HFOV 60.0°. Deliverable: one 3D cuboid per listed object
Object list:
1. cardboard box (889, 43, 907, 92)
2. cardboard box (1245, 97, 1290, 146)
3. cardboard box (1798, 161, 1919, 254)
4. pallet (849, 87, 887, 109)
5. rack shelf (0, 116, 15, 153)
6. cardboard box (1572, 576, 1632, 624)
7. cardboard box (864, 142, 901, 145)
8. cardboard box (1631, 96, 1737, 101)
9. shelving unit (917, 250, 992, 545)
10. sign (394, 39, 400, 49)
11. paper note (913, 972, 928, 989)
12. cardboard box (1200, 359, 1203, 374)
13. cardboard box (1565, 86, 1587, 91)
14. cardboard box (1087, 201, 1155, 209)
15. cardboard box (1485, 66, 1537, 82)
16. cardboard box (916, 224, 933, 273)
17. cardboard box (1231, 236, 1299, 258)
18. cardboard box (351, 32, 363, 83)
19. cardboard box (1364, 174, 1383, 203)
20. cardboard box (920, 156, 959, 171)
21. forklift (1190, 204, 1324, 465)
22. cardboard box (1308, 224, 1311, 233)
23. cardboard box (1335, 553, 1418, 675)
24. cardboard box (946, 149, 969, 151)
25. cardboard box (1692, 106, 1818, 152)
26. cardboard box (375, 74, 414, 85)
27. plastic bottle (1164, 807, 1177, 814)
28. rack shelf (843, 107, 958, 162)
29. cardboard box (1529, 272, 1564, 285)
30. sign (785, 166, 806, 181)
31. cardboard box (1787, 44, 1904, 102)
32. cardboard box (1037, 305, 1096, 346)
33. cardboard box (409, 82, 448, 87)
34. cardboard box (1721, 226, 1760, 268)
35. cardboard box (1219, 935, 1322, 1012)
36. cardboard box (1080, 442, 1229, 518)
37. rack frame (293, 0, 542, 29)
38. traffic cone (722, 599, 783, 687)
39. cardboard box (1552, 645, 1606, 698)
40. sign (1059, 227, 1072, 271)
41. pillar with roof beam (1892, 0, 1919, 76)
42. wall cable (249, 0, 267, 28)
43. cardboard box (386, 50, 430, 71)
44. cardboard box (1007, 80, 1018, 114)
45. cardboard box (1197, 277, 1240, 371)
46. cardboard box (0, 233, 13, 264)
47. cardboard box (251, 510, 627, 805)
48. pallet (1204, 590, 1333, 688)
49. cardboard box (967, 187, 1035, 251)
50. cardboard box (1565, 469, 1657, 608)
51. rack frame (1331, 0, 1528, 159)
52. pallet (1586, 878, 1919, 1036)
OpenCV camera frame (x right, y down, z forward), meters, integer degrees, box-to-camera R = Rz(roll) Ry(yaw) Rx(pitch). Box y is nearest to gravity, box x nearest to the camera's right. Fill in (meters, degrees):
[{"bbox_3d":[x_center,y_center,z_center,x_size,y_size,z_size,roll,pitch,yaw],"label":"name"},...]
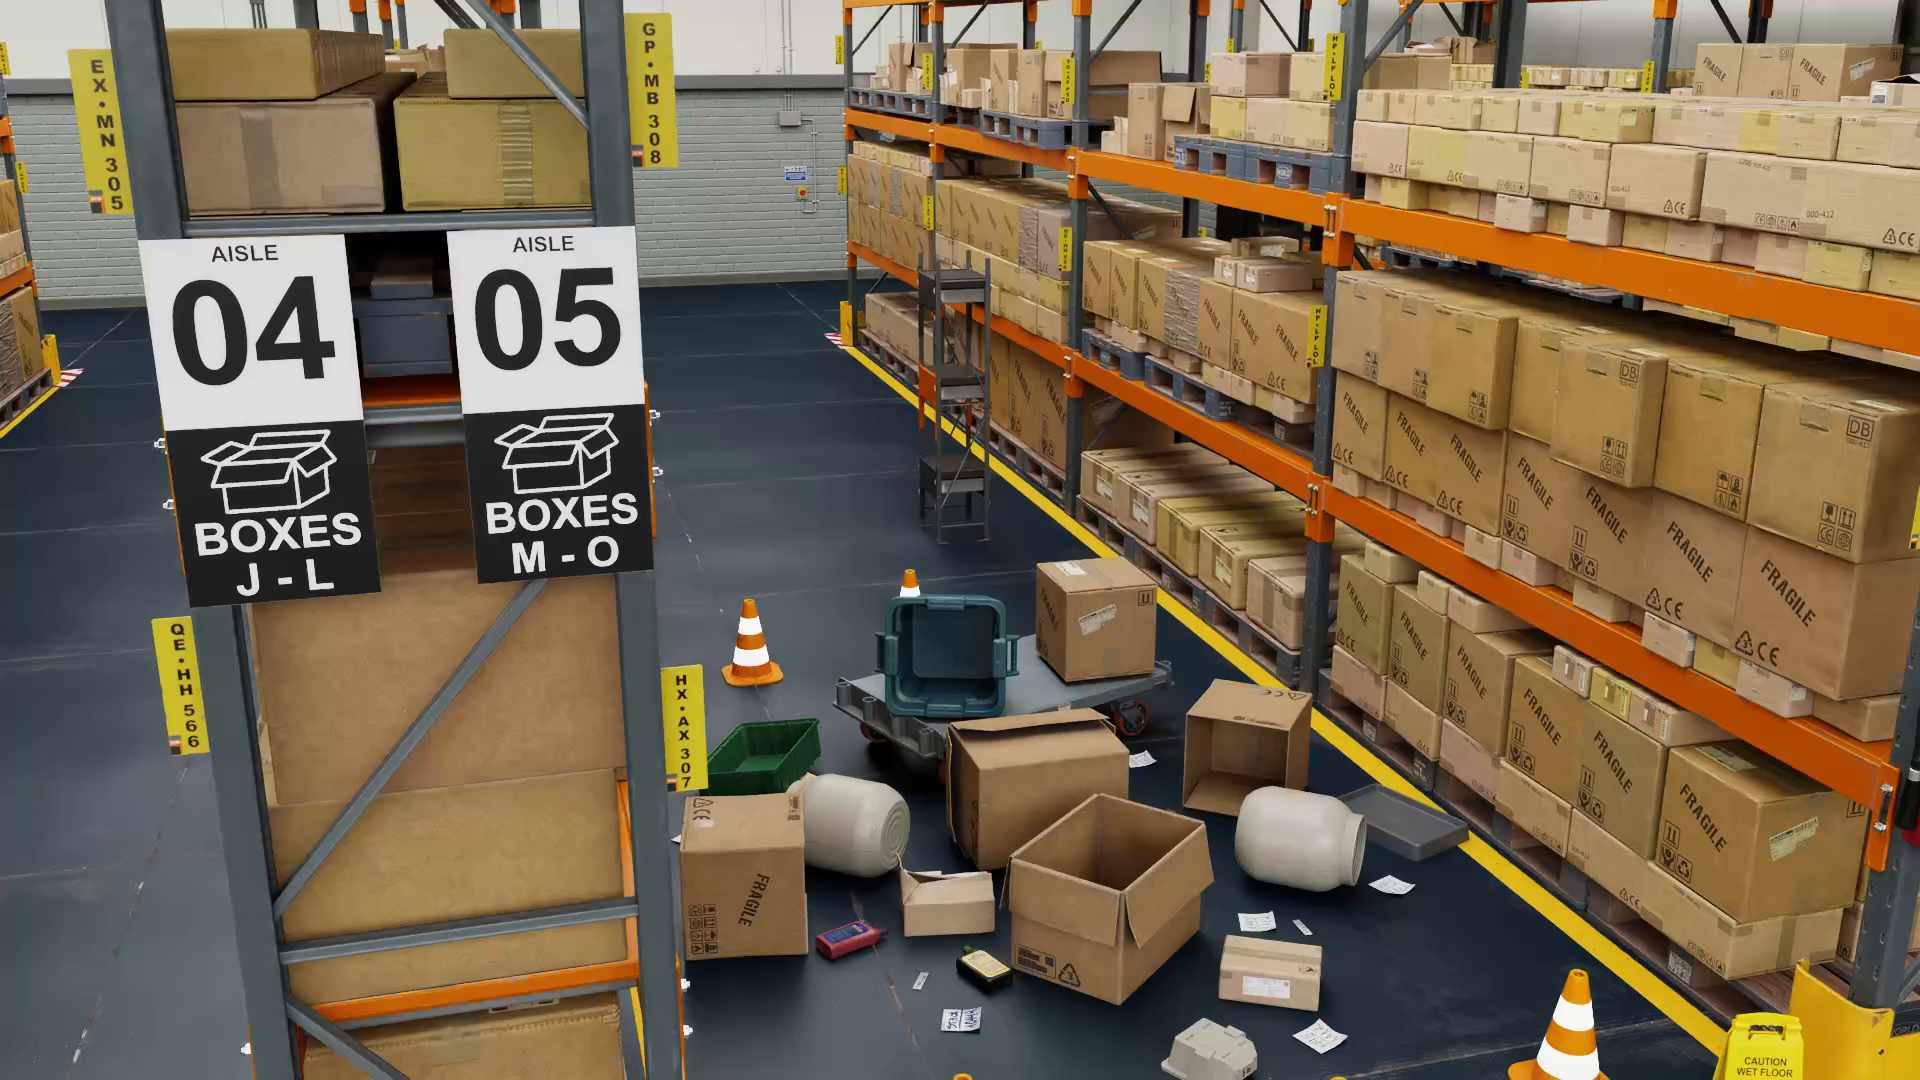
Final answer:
[{"bbox_3d":[-0.463,-5.053,17.767,0.500,0.500,0.500,-4,17,-14],"label":"cardboard box"},{"bbox_3d":[1.991,-2.426,9.630,0.500,0.250,0.500,-4,17,-15],"label":"cardboard box"},{"bbox_3d":[3.124,-1.090,5.398,0.500,0.250,0.500,-5,17,-16],"label":"cardboard box"},{"bbox_3d":[-0.659,-5.078,19.084,1.003,0.211,1.213,-5,17,-15],"label":"pallet"},{"bbox_3d":[-9.852,-3.644,15.406,1.077,0.370,4.000,-5,17,-15],"label":"rack shelf"},{"bbox_3d":[2.797,0.223,6.934,0.380,0.149,0.250,-5,17,-16],"label":"cardboard box"},{"bbox_3d":[-0.901,-4.539,19.310,0.380,0.149,0.250,-4,17,-14],"label":"cardboard box"},{"bbox_3d":[3.143,-1.844,7.212,0.380,0.149,0.250,-4,17,-15],"label":"cardboard box"},{"bbox_3d":[-0.045,-1.051,12.302,0.431,2.100,0.503,-5,17,-15],"label":"shelving unit"},{"bbox_3d":[-6.126,-5.282,18.087,0.100,0.325,0.005,-5,17,-15],"label":"sign"},{"bbox_3d":[-0.156,1.751,6.606,0.032,0.001,0.123,4,17,13],"label":"paper note"},{"bbox_3d":[1.778,-1.135,10.723,0.380,0.149,0.250,-5,18,-17],"label":"cardboard box"},{"bbox_3d":[5.558,-3.917,14.632,0.380,0.149,0.250,-5,17,-15],"label":"cardboard box"},{"bbox_3d":[1.279,-2.495,13.631,0.500,0.500,0.500,-5,17,-15],"label":"cardboard box"},{"bbox_3d":[5.138,-4.345,15.504,0.380,0.149,0.250,-5,17,-15],"label":"cardboard box"},{"bbox_3d":[-0.147,-2.938,16.846,0.500,0.500,0.500,-5,17,-15],"label":"cardboard box"},{"bbox_3d":[2.046,-1.948,11.174,0.380,0.149,0.250,-6,18,-18],"label":"cardboard box"},{"bbox_3d":[-2.046,-1.479,5.095,0.380,0.149,0.250,-5,17,-15],"label":"cardboard box"},{"bbox_3d":[2.273,-1.779,8.383,0.380,0.149,0.250,-5,17,-16],"label":"cardboard box"},{"bbox_3d":[-0.192,-3.831,16.952,0.380,0.149,0.250,-5,17,-15],"label":"cardboard box"},{"bbox_3d":[2.978,-2.049,14.180,3.031,2.935,1.130,15,22,41],"label":"forklift"},{"bbox_3d":[4.347,-3.644,19.114,0.500,0.250,0.500,-5,17,-16],"label":"cardboard box"},{"bbox_3d":[2.327,0.372,8.746,0.500,0.500,0.500,-4,17,-13],"label":"cardboard box"},{"bbox_3d":[-0.012,-4.150,18.015,0.380,0.149,0.250,-5,17,-15],"label":"cardboard box"},{"bbox_3d":[2.945,-1.517,6.126,0.380,0.149,0.250,-5,17,-15],"label":"cardboard box"},{"bbox_3d":[-2.302,-1.609,6.222,0.500,0.250,0.500,-5,17,-16],"label":"cardboard box"},{"bbox_3d":[0.976,1.343,7.874,0.133,0.061,0.283,-2,17,-6],"label":"plastic bottle"},{"bbox_3d":[-0.323,-4.427,18.014,1.077,0.370,4.000,-5,17,-15],"label":"rack shelf"},{"bbox_3d":[5.496,-2.465,14.974,0.500,0.250,0.500,-6,18,-18],"label":"cardboard box"},{"bbox_3d":[-2.508,-5.589,25.375,0.327,0.218,0.001,-5,17,-15],"label":"sign"},{"bbox_3d":[6.341,-3.302,11.938,0.500,0.500,0.500,-4,17,-14],"label":"cardboard box"},{"bbox_3d":[0.937,-1.723,13.236,0.500,0.250,0.500,-5,18,-17],"label":"cardboard box"},{"bbox_3d":[-1.374,-1.233,4.970,0.500,0.250,0.500,-5,17,-16],"label":"cardboard box"},{"bbox_3d":[3.011,-1.074,6.034,0.380,0.149,0.250,-5,17,-15],"label":"cardboard box"},{"bbox_3d":[1.222,1.700,6.535,0.380,0.149,0.250,4,17,13],"label":"cardboard box"},{"bbox_3d":[1.471,-0.461,12.612,0.950,0.372,0.625,-6,18,-19],"label":"cardboard box"},{"bbox_3d":[-2.307,-3.023,6.874,1.000,3.000,0.127,-5,17,-15],"label":"rack frame"},{"bbox_3d":[-1.224,0.575,9.735,0.336,0.463,0.334,-5,17,-15],"label":"traffic cone"},{"bbox_3d":[2.751,0.543,7.049,0.380,0.149,0.250,-4,17,-13],"label":"cardboard box"},{"bbox_3d":[0.793,-2.185,12.501,0.100,0.325,0.005,-5,17,-15],"label":"sign"},{"bbox_3d":[3.183,-4.313,11.167,9.100,9.000,0.400,-5,17,-15],"label":"pillar with roof beam"},{"bbox_3d":[-8.641,-9.356,22.364,2.277,5.999,0.120,-5,17,-15],"label":"wall cable"},{"bbox_3d":[-3.923,-3.340,11.637,0.396,0.266,0.258,-5,17,-15],"label":"cardboard box"},{"bbox_3d":[0.610,-3.602,13.520,0.396,0.266,0.258,-5,17,-17],"label":"cardboard box"},{"bbox_3d":[1.804,-1.351,10.314,0.500,0.500,0.500,-4,17,-13],"label":"cardboard box"},{"bbox_3d":[-9.874,-2.922,16.710,0.500,0.250,0.500,-5,17,-16],"label":"cardboard box"},{"bbox_3d":[-1.272,0.262,4.229,0.875,0.550,0.550,-5,17,-15],"label":"cardboard box"},{"bbox_3d":[2.209,0.551,10.251,1.003,0.211,1.213,-5,17,-15],"label":"pallet"},{"bbox_3d":[0.373,-2.887,14.937,0.500,0.500,0.500,-5,17,-17],"label":"cardboard box"},{"bbox_3d":[2.843,-0.059,6.744,0.500,0.500,0.500,-5,17,-16],"label":"cardboard box"},{"bbox_3d":[2.425,-3.443,8.270,1.000,3.000,0.127,-5,17,-15],"label":"rack frame"},{"bbox_3d":[3.314,1.624,6.679,1.003,0.211,1.213,-5,17,-15],"label":"pallet"}]
